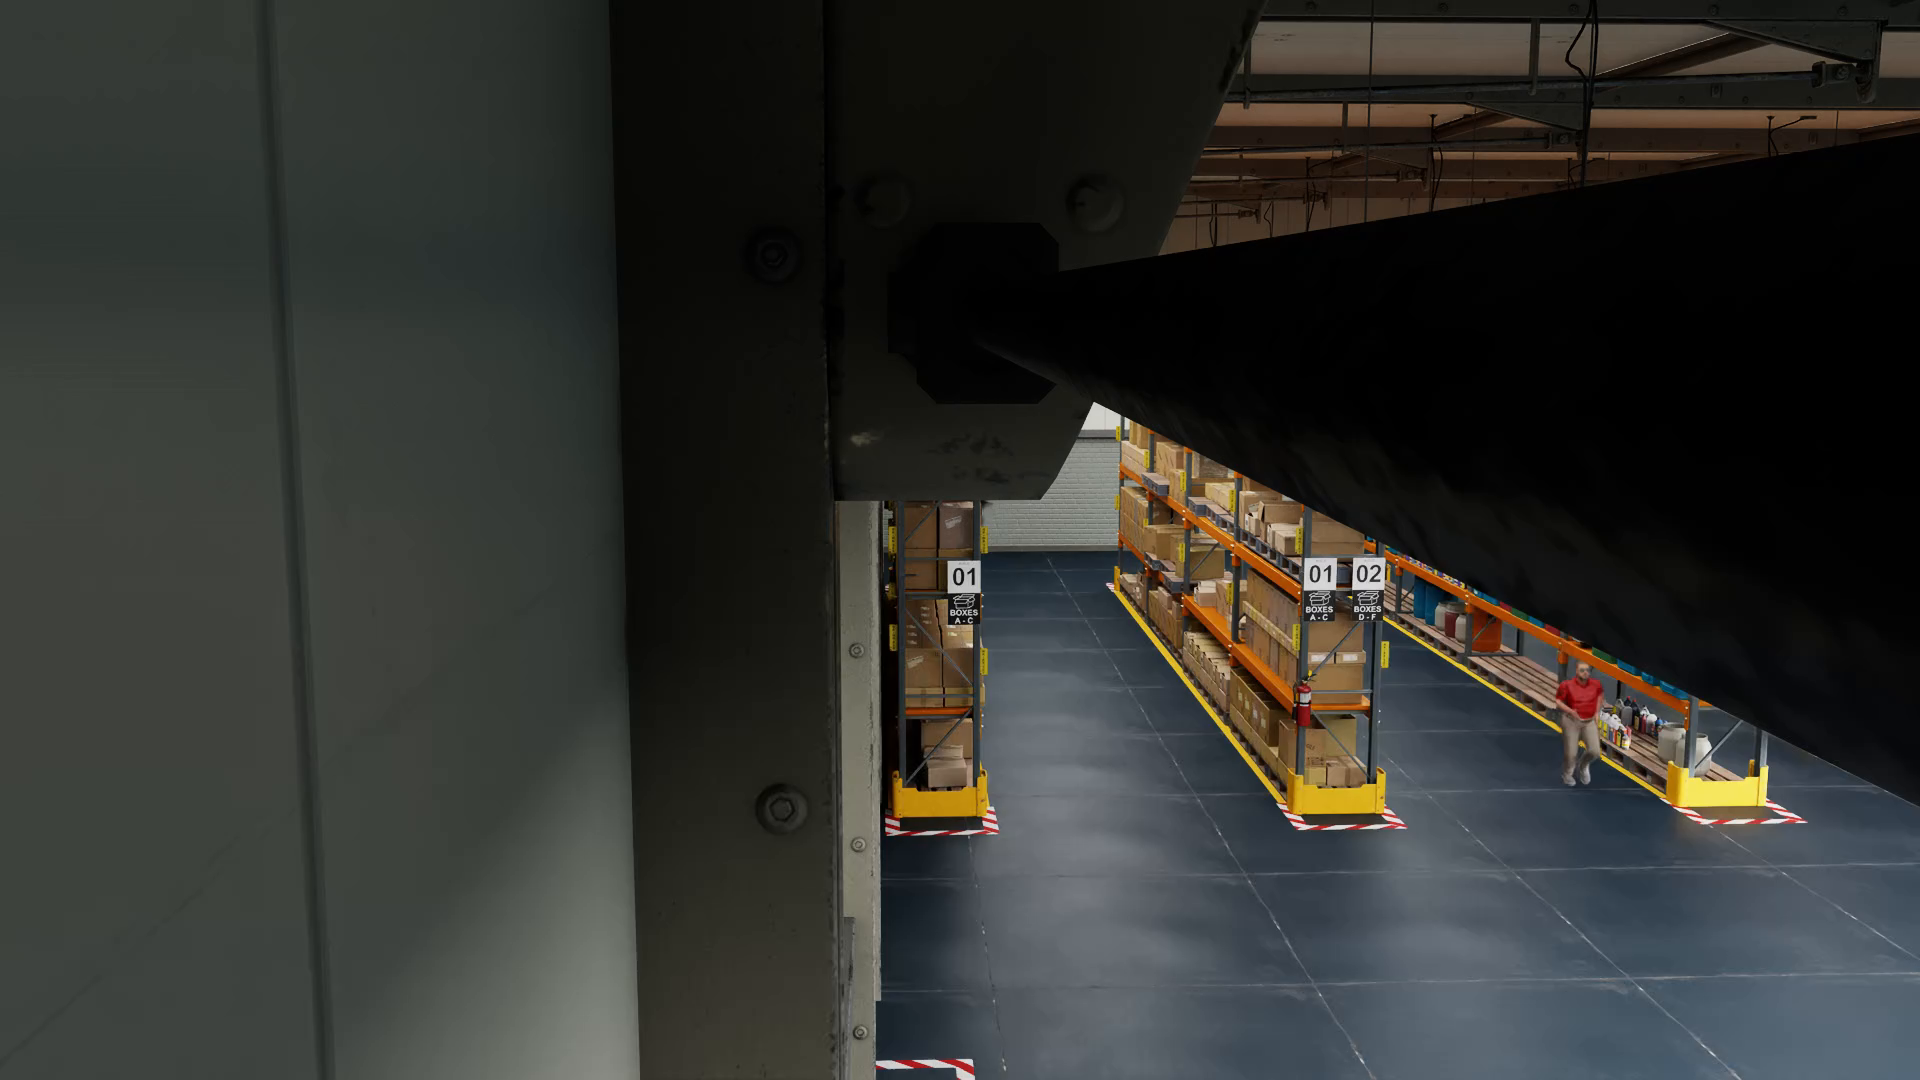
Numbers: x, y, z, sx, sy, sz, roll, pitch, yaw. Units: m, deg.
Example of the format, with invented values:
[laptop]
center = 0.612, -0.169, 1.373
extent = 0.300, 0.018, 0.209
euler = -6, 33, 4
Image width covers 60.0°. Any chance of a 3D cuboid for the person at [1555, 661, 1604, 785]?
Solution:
[person]
center = 8.074, 2.396, 21.617
extent = 0.669, 1.678, 0.721
euler = 1, 8, 4
